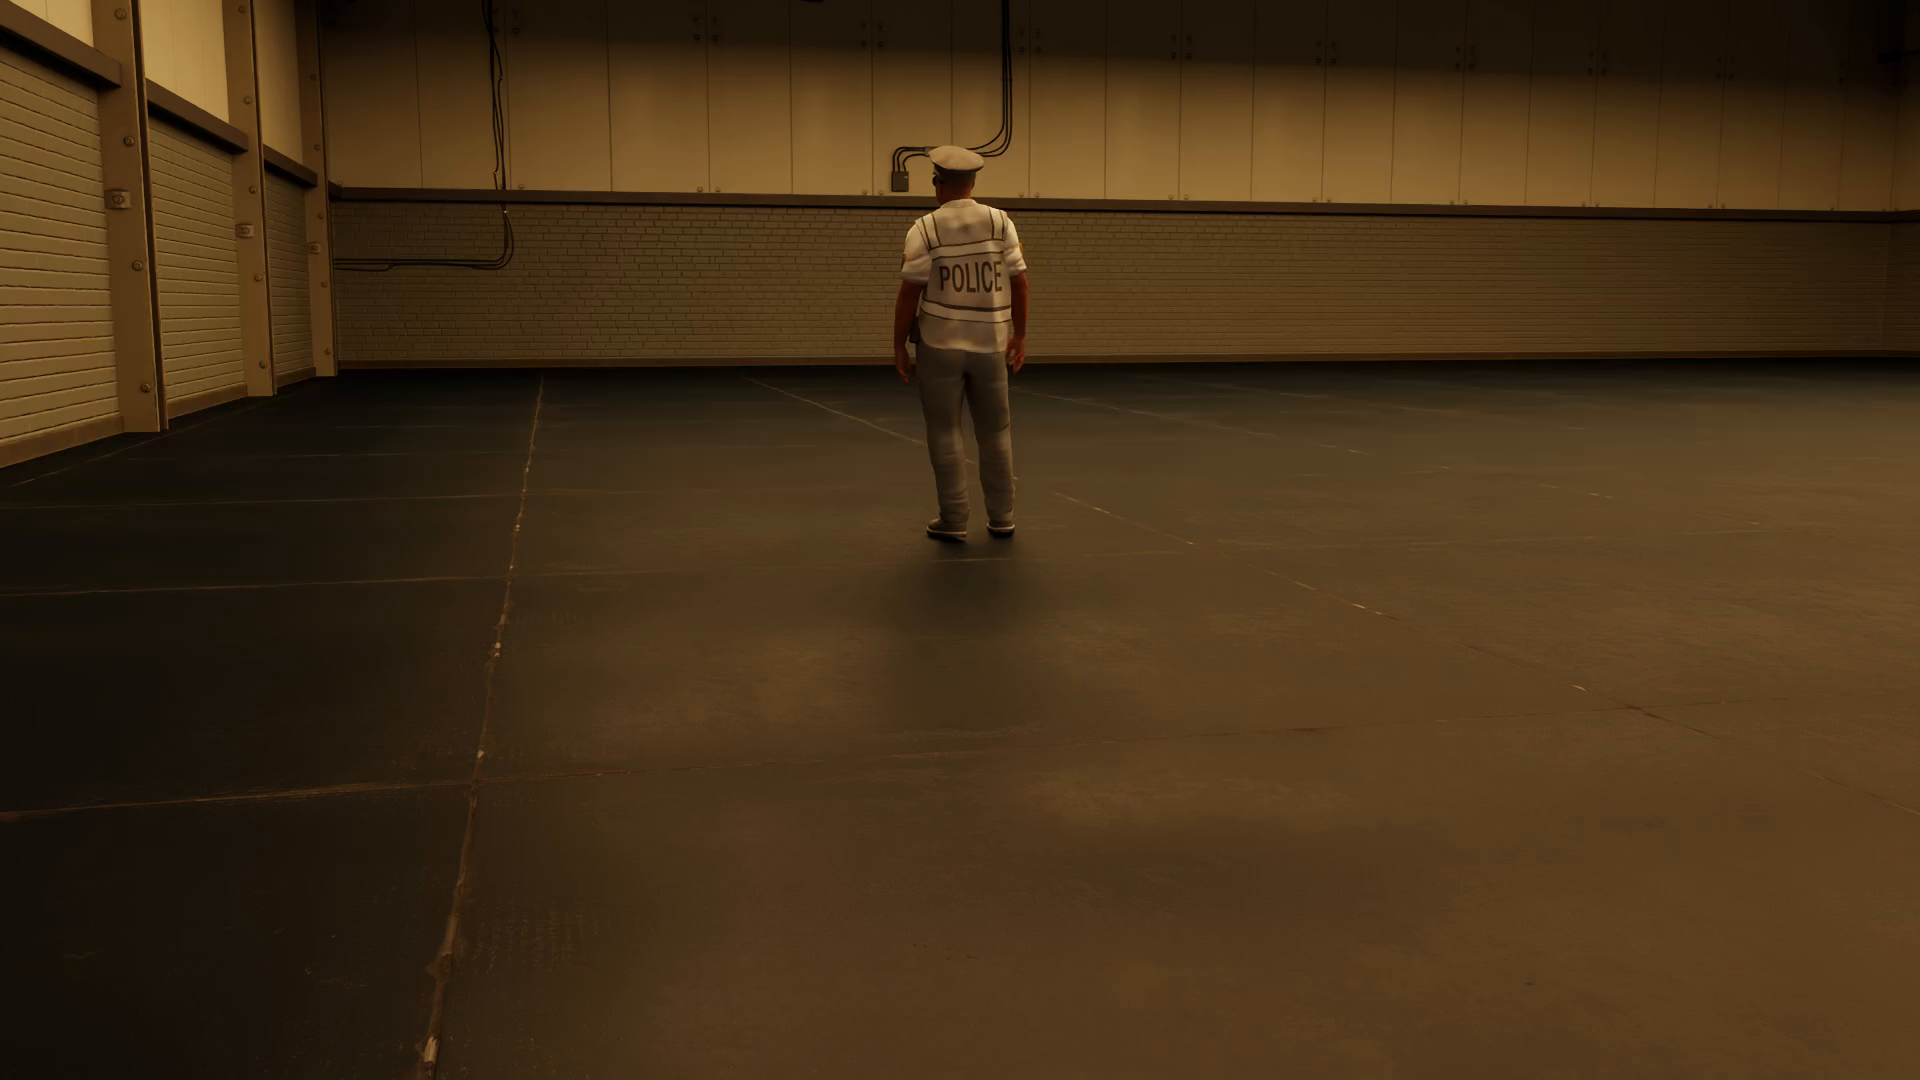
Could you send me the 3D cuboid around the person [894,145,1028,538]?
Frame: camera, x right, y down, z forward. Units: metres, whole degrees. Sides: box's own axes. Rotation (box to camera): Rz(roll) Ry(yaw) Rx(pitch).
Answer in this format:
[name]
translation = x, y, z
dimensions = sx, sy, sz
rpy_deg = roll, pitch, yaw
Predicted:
[person]
translation = -0.006, -0.900, 7.660
dimensions = 0.640, 1.781, 0.575
rpy_deg = -2, 8, -13
